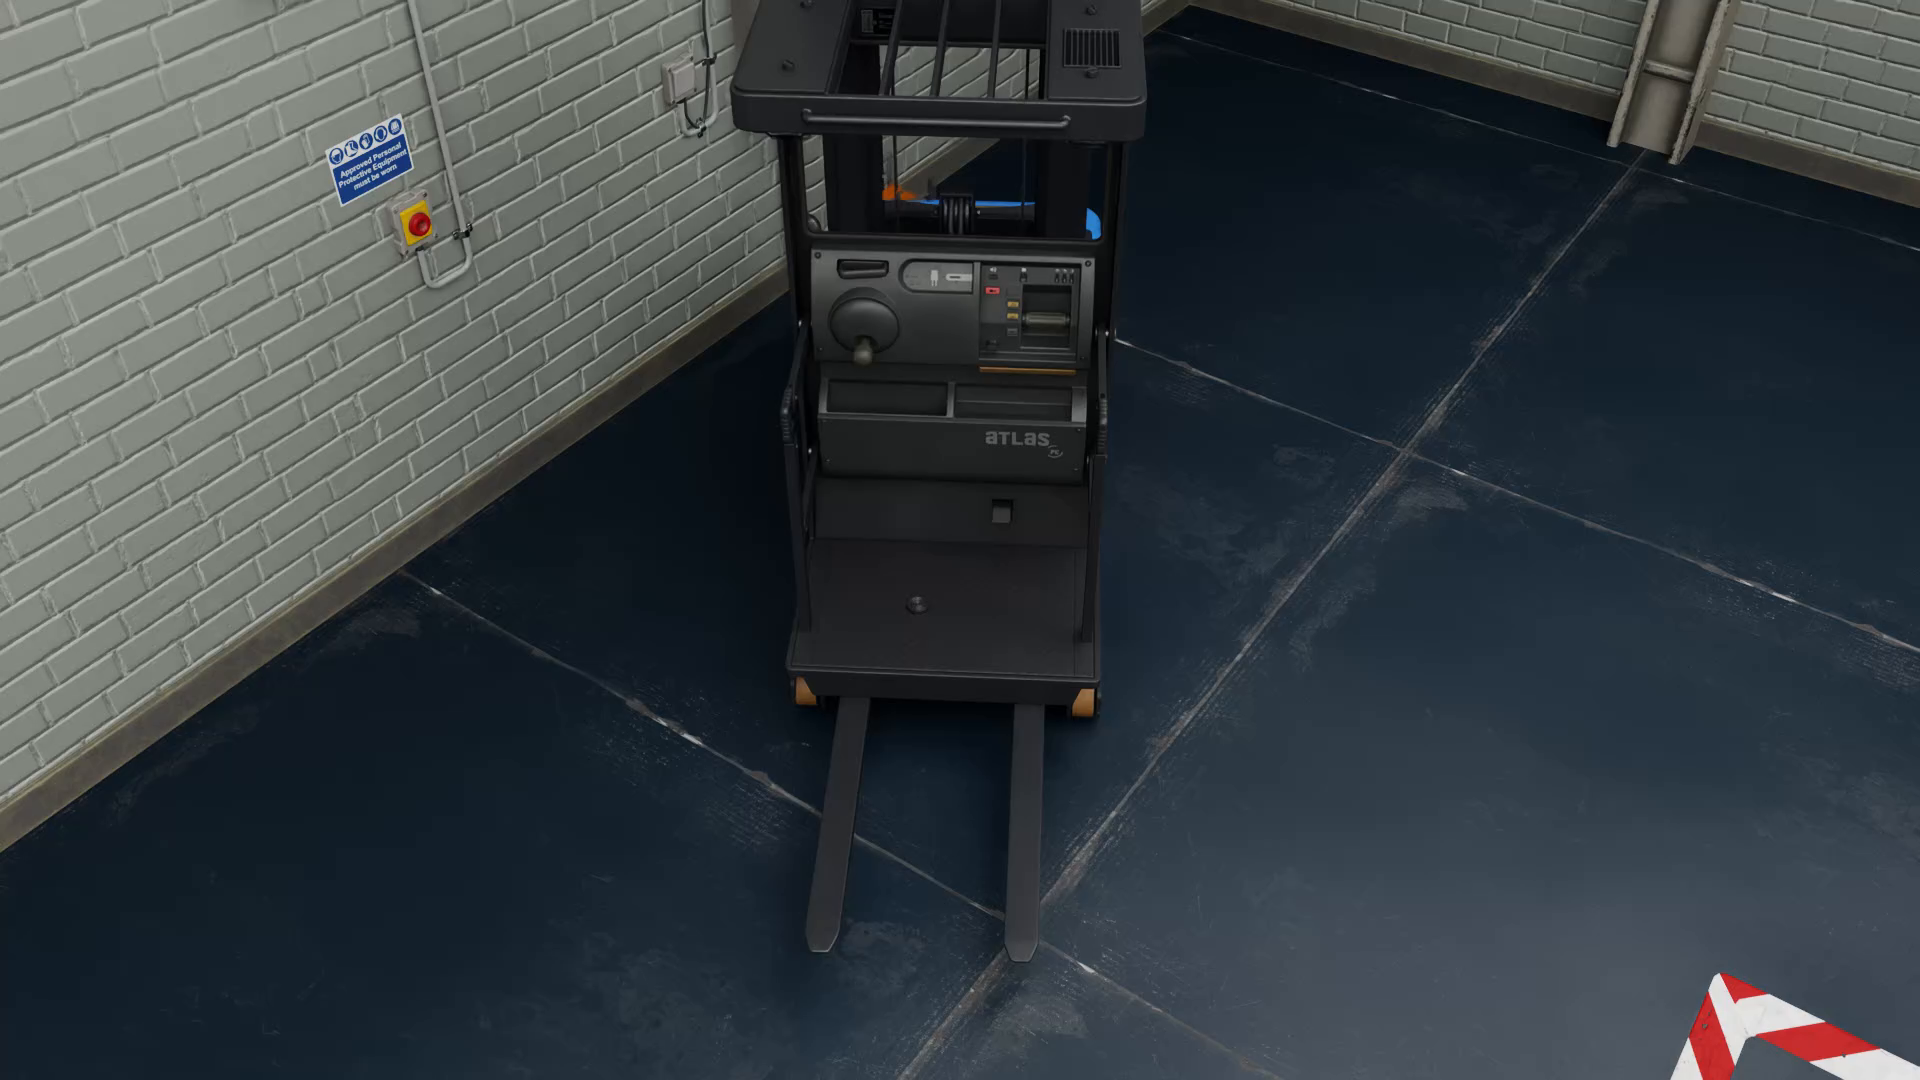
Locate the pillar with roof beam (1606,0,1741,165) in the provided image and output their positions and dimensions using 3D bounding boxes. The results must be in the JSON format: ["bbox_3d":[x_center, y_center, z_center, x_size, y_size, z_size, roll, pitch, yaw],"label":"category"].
[{"bbox_3d":[1.348,-3.197,3.574,0.400,9.000,9.100,25,48,25],"label":"pillar with roof beam"}]

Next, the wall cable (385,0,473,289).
[{"bbox_3d":[-1.967,-1.612,5.517,0.123,1.953,0.585,25,48,25],"label":"wall cable"}]

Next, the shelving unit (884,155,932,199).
[{"bbox_3d":[-0.282,-1.121,7.211,0.252,1.050,0.215,33,51,31],"label":"shelving unit"}]

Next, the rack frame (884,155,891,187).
[{"bbox_3d":[-0.370,-1.178,7.274,0.008,1.050,0.200,33,51,31],"label":"rack frame"}]

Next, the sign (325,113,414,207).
[{"bbox_3d":[-2.045,-1.319,5.772,0.001,0.218,0.327,25,48,25],"label":"sign"}]

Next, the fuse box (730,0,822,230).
[{"bbox_3d":[-0.641,-1.833,7.515,0.414,1.711,0.539,25,48,25],"label":"fuse box"}]

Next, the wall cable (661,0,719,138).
[{"bbox_3d":[-1.162,-2.379,6.397,0.122,1.984,0.588,25,48,25],"label":"wall cable"}]

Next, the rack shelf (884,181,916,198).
[{"bbox_3d":[-0.278,-1.325,7.030,0.240,0.259,0.215,33,51,31],"label":"rack shelf"}]

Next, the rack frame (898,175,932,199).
[{"bbox_3d":[-0.195,-1.063,7.148,0.008,1.050,0.200,33,51,31],"label":"rack frame"}]

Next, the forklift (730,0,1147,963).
[{"bbox_3d":[-0.036,-0.678,5.310,1.130,2.935,3.031,2,42,2],"label":"forklift"}]
